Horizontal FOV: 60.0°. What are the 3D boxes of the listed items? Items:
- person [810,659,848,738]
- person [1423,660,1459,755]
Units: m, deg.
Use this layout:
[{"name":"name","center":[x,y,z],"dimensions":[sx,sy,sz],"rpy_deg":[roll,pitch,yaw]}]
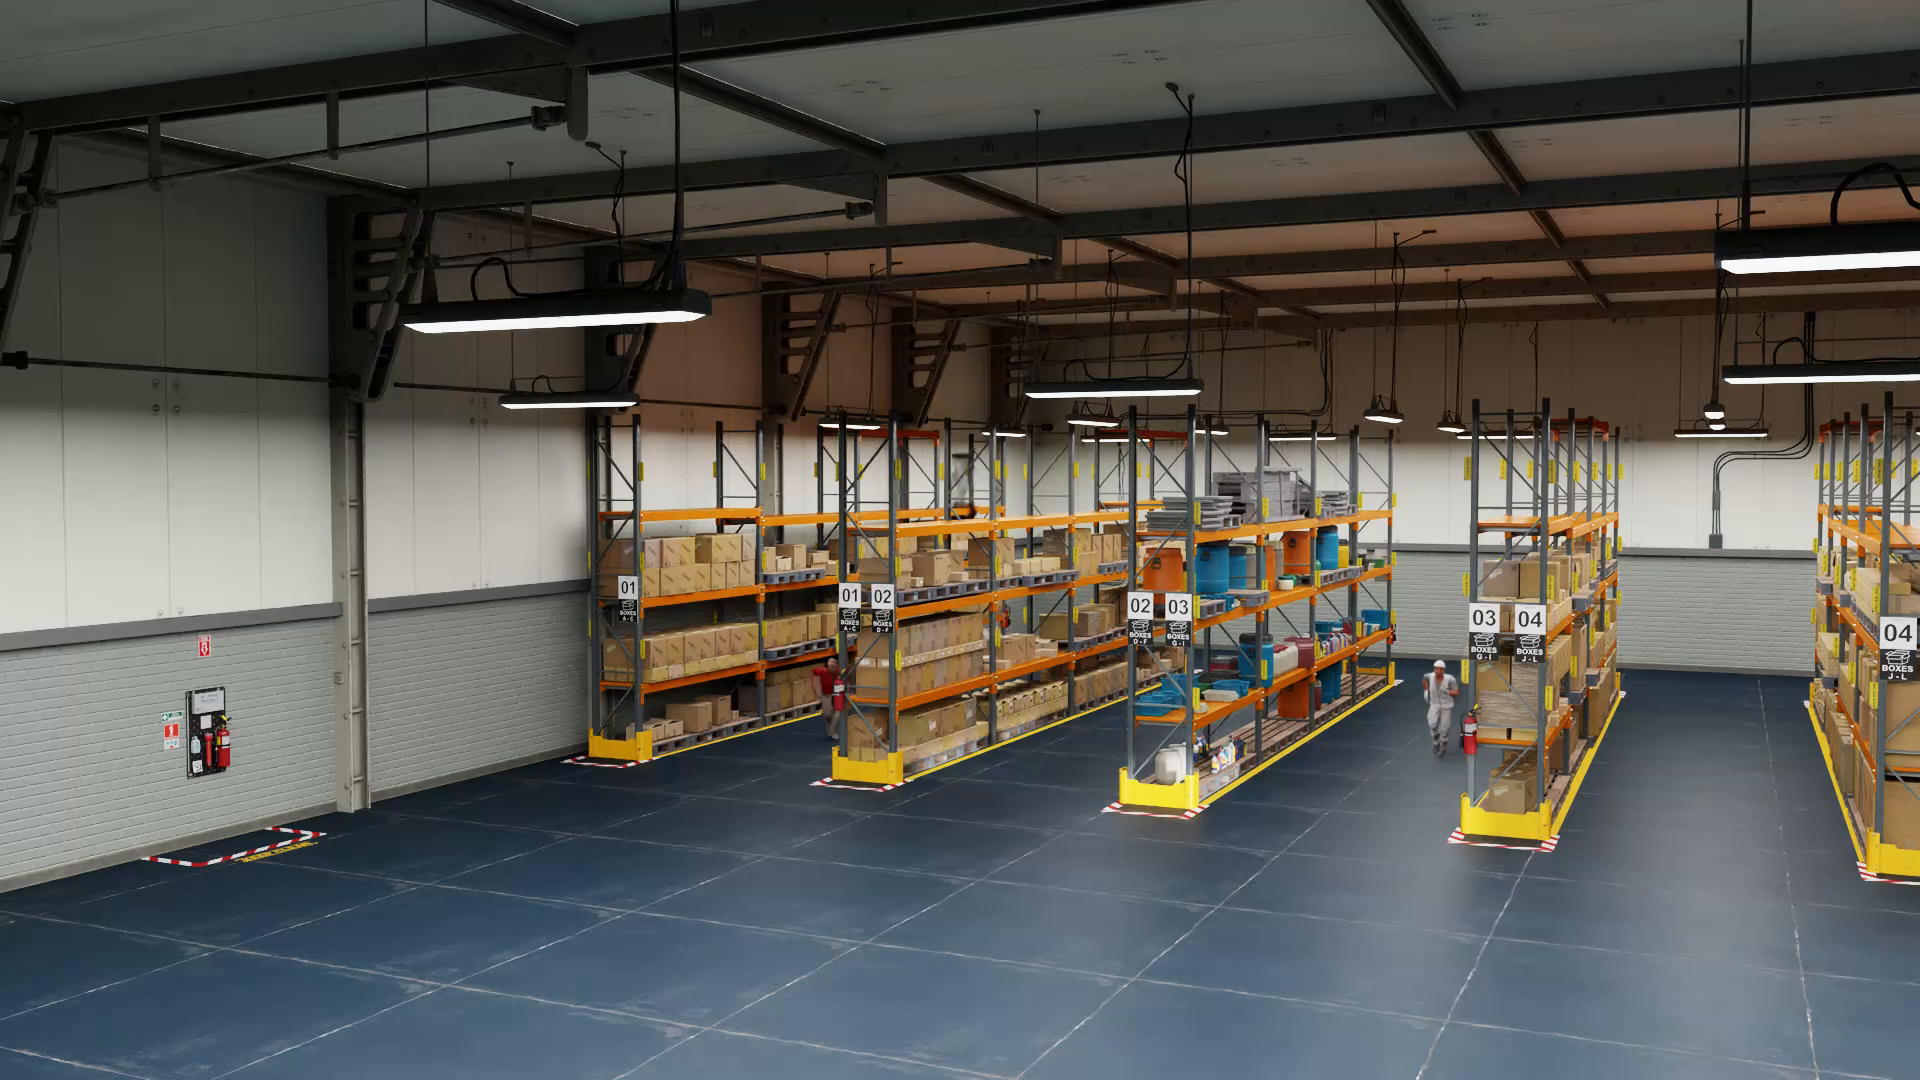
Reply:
[{"name":"person","center":[-2.436,2.952,30.961],"dimensions":[0.695,1.546,0.870],"rpy_deg":[0,2,-5]},{"name":"person","center":[8.367,2.928,28.981],"dimensions":[0.642,1.700,0.886],"rpy_deg":[1,3,23]}]
